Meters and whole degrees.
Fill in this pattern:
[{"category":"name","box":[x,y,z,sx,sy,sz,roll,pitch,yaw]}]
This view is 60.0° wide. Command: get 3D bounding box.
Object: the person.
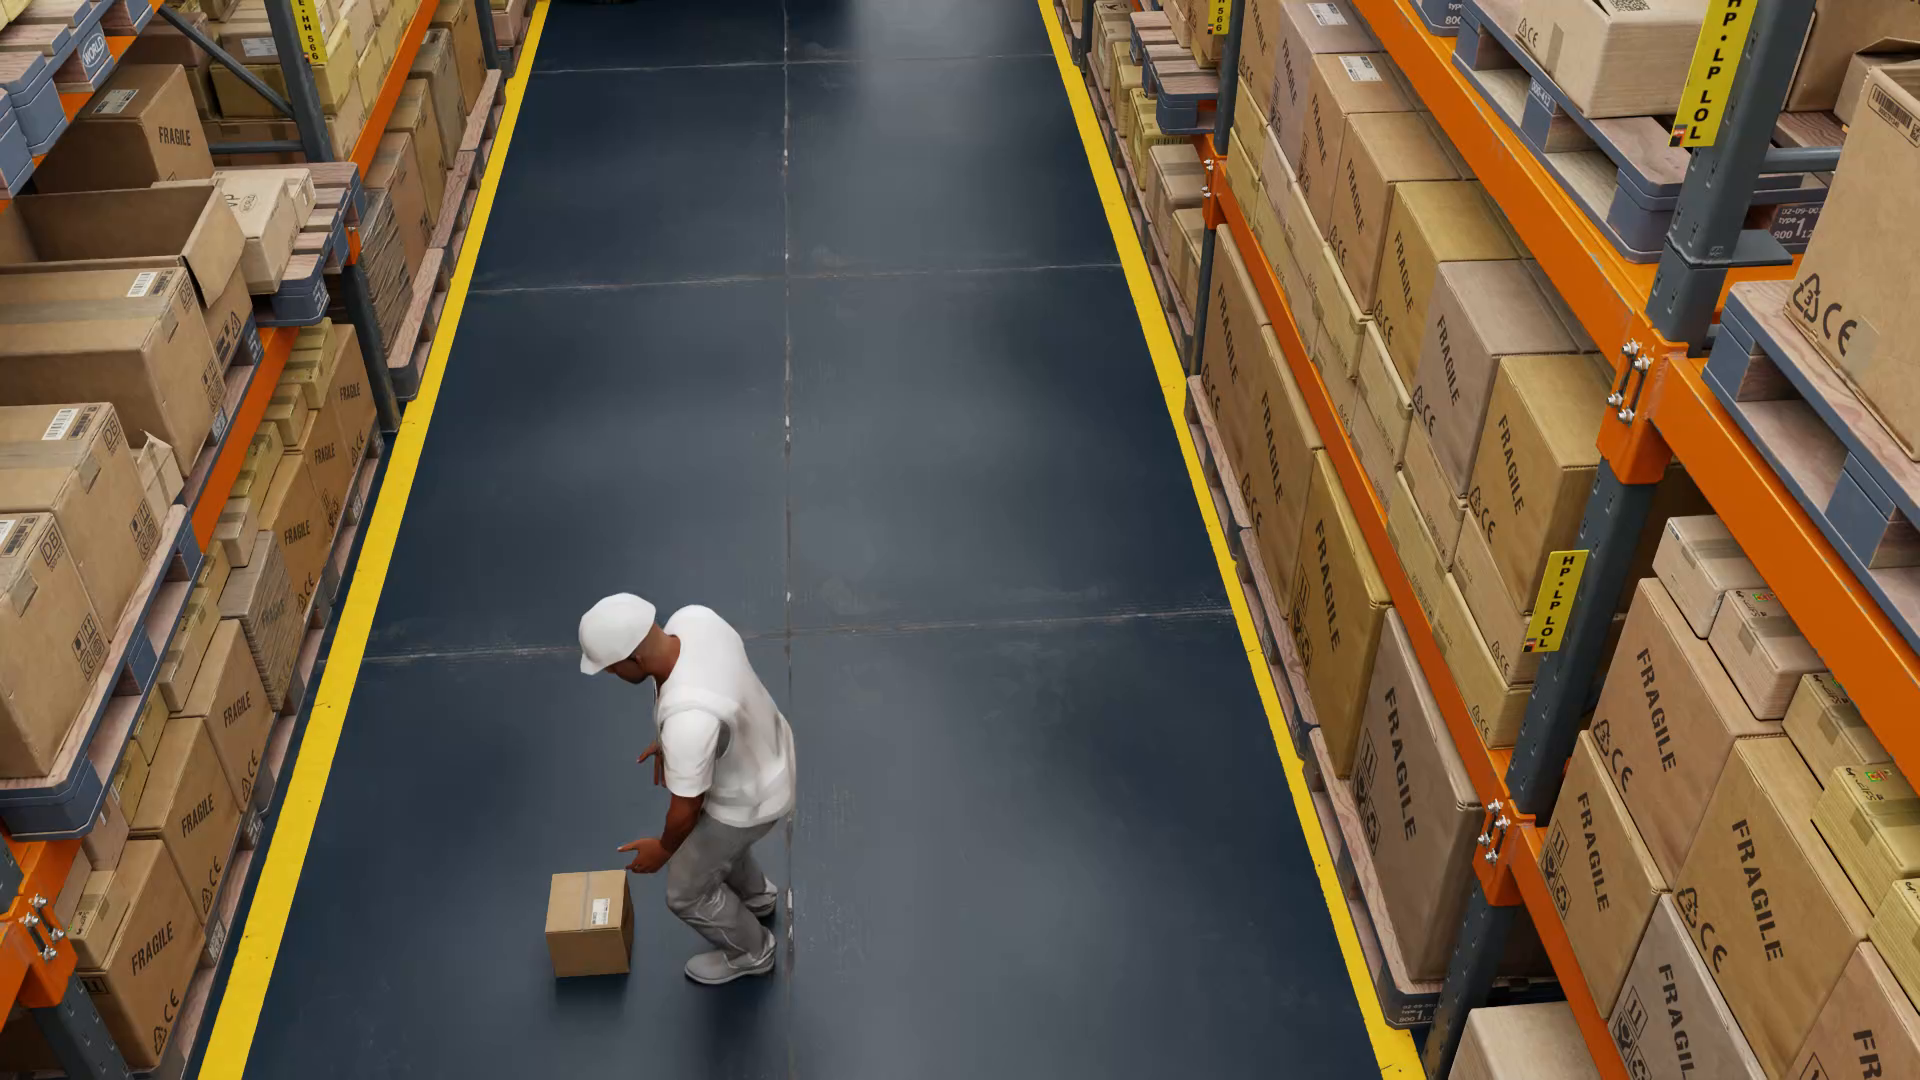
[{"category":"person","box":[-0.818,0.789,5.281,0.599,1.613,0.616,-3,39,-3]}]
